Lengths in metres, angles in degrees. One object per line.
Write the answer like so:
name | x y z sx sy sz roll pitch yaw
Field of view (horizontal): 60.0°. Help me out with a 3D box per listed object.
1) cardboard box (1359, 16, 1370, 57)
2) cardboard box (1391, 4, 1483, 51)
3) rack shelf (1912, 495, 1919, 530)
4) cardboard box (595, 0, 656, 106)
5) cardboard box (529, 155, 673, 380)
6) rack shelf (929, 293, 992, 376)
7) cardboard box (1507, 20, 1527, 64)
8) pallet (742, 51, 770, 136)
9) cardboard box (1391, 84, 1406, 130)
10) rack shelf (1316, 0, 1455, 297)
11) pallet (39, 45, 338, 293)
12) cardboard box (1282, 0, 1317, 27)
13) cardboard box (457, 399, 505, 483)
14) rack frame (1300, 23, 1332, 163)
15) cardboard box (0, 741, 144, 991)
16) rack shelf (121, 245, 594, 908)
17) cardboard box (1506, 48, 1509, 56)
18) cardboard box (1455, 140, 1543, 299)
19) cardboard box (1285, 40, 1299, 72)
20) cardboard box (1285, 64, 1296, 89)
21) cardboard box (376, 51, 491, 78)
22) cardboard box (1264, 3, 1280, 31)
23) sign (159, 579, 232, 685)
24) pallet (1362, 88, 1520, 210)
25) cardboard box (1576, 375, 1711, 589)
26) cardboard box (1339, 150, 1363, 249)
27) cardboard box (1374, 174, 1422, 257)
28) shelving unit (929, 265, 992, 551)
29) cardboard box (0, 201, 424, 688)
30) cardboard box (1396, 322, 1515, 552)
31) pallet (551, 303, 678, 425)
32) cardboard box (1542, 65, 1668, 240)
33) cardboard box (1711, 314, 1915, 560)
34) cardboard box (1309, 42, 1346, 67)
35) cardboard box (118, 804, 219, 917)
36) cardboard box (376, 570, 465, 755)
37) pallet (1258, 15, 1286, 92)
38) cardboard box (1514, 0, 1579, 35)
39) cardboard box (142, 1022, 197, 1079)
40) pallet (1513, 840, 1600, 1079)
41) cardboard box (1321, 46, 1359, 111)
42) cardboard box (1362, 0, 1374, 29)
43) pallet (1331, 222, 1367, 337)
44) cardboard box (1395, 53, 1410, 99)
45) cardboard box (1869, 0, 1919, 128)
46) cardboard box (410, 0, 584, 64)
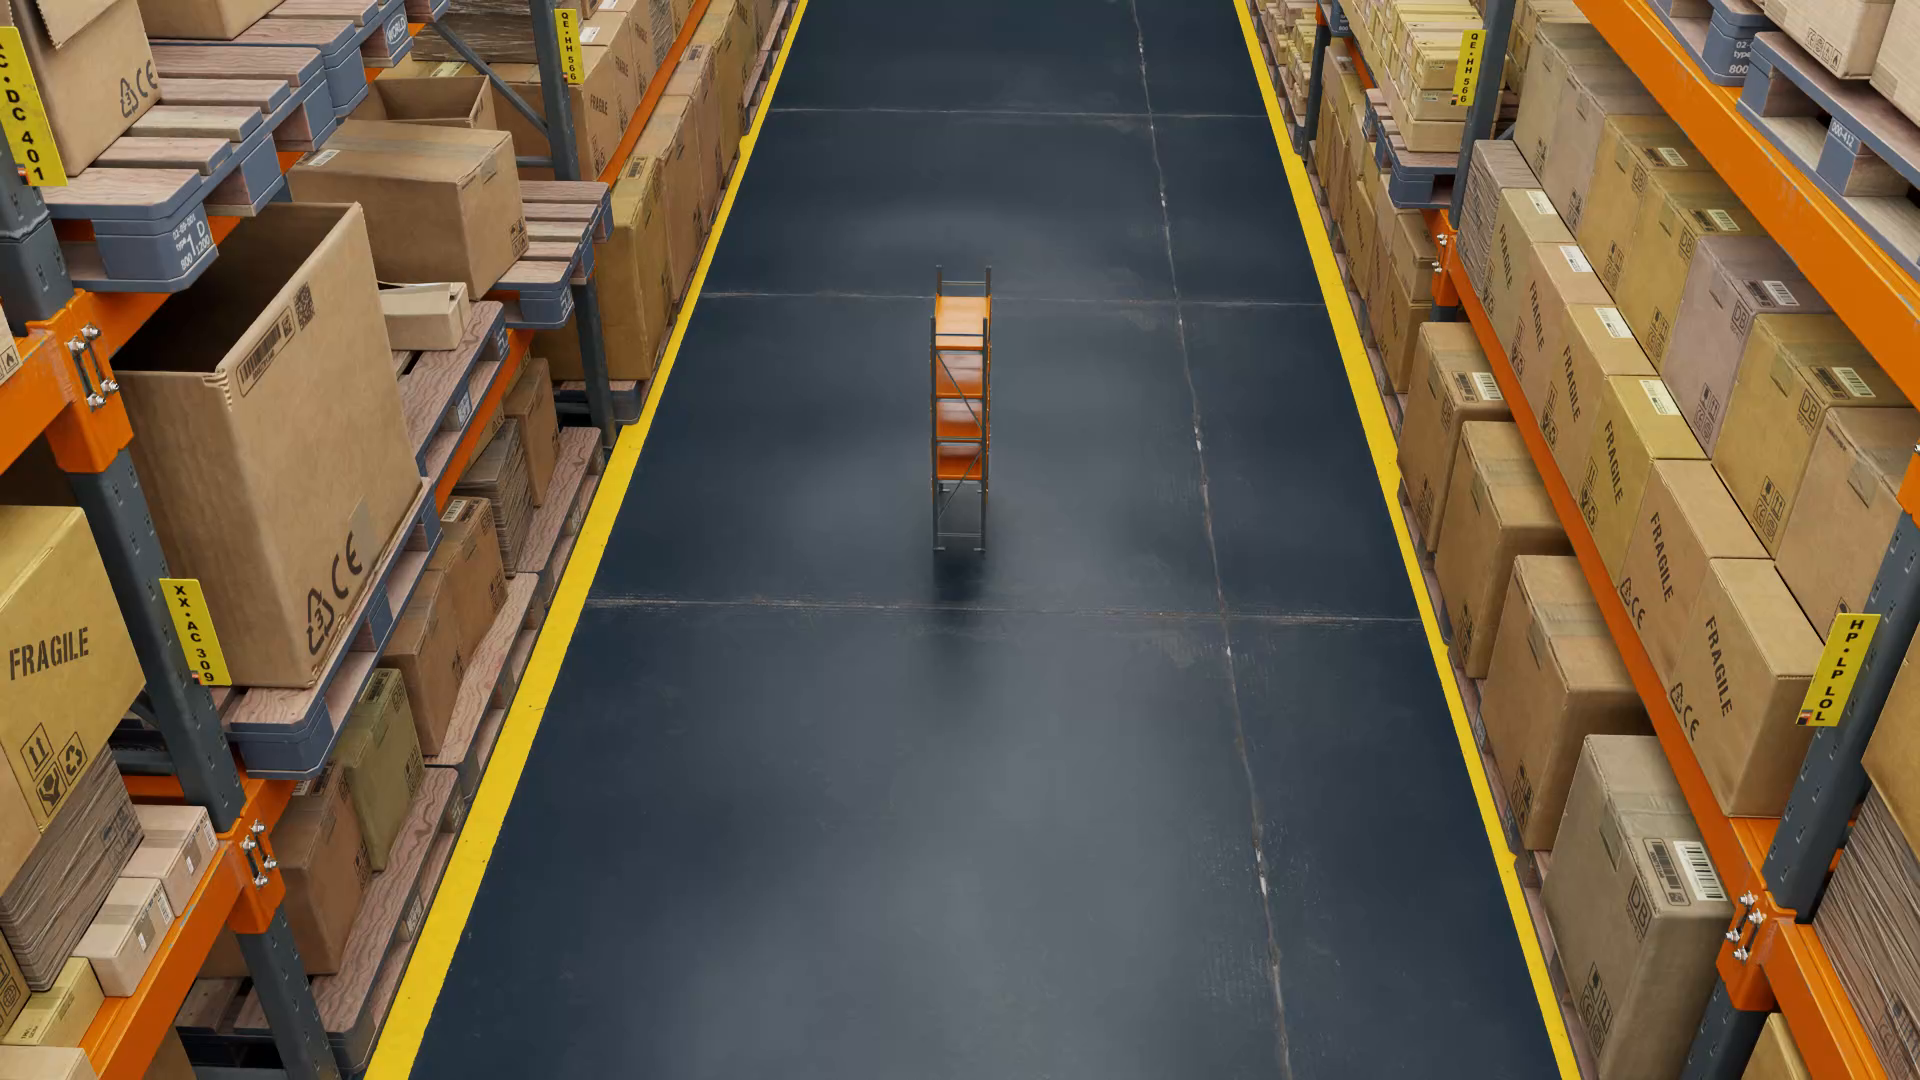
cardboard box | 2.318 -2.652 8.767 0.380 0.149 0.250 2 35 3
cardboard box | 2.285 -2.451 7.965 0.380 0.149 0.250 2 35 3
rack shelf | 2.459 0.963 1.788 1.077 0.370 4.000 1 35 2
cardboard box | -1.925 -2.629 8.795 0.500 0.500 0.500 1 35 1
cardboard box | -2.203 -1.423 8.648 1.225 0.875 0.875 0 35 0
rack shelf | 0.007 -0.907 7.314 0.258 0.148 0.480 1 35 2
cardboard box | 2.946 -2.470 8.250 0.380 0.149 0.250 1 35 2
pallet | -1.982 -3.317 12.286 1.003 0.211 1.213 1 35 2
cardboard box | 2.273 -2.057 7.922 0.380 0.149 0.250 1 35 2
rack shelf | 2.781 -2.406 9.191 1.077 0.370 4.000 1 35 2
pallet | -2.281 -0.929 4.017 1.213 0.211 1.003 1 35 2
cardboard box | 2.596 -3.905 12.294 0.380 0.149 0.250 0 35 0
cardboard box | -2.260 -0.498 6.989 0.500 0.250 0.500 5 35 7
rack frame | 2.861 -3.850 10.619 1.000 3.000 0.127 1 35 2
cardboard box | -2.492 0.668 3.845 0.875 0.500 0.500 1 35 2
rack shelf | -2.332 -0.281 6.167 1.077 0.370 4.000 1 35 2
cardboard box | 2.959 -2.490 8.538 0.380 0.149 0.250 2 35 3
cardboard box | 2.412 -1.341 6.962 0.500 0.500 0.500 2 35 2
cardboard box | 2.548 -3.475 11.942 0.380 0.149 0.250 0 35 0
cardboard box | 2.576 -3.389 12.078 0.380 0.149 0.250 0 35 0
cardboard box | -2.479 -2.054 7.978 0.500 0.500 0.500 2 35 3
cardboard box | 2.617 -4.130 13.132 0.380 0.149 0.250 0 35 0
sign | -1.870 0.228 4.064 0.100 0.325 0.005 1 35 2
pallet | 2.622 -1.885 7.990 1.213 0.211 1.003 1 35 2
cardboard box | 2.334 -0.181 5.312 0.500 0.500 0.500 2 35 2
cardboard box | 2.539 -1.975 9.760 0.500 0.500 0.500 2 35 3
cardboard box | 2.475 -1.697 8.712 0.500 0.250 0.500 2 35 3
shelving unit | 0.007 -0.586 7.540 0.258 1.200 0.503 1 35 2
cardboard box | -2.241 -0.297 4.676 1.000 1.000 1.000 2 35 2
cardboard box | 2.586 -0.455 7.380 1.050 0.750 0.750 1 35 1
pallet | -2.145 -1.035 9.039 1.003 0.211 1.213 1 35 2
cardboard box | 2.653 -1.453 6.253 0.700 0.500 0.500 1 35 1
cardboard box | 2.572 -0.284 4.590 0.700 0.500 0.500 1 35 1
cardboard box | 2.615 -3.309 11.446 0.380 0.149 0.250 2 35 3
cardboard box | -2.127 0.807 4.212 0.380 0.149 0.250 1 35 2
cardboard box | -2.306 0.469 6.265 0.700 0.500 0.500 -2 35 -2
pallet | 2.899 -3.798 12.971 1.003 0.211 1.213 1 35 2
cardboard box | 2.946 -2.573 8.138 0.380 0.149 0.250 0 35 0
cardboard box | -2.468 1.654 4.597 0.500 0.500 0.500 0 35 0
pallet | 2.495 1.442 5.514 1.003 0.211 1.213 1 35 2
cardboard box | 2.567 -2.887 10.406 0.500 0.250 0.500 0 35 0
cardboard box | 2.315 -2.778 8.688 0.380 0.149 0.250 2 35 3
pallet | 2.785 -1.559 9.784 1.003 0.211 1.213 1 35 2
cardboard box | 2.274 -2.190 7.852 0.380 0.149 0.250 3 35 4
cardboard box | 2.408 -1.042 3.693 0.500 0.250 0.500 2 35 2
cardboard box | -2.206 -2.595 7.875 0.797 0.503 0.637 2 35 3
